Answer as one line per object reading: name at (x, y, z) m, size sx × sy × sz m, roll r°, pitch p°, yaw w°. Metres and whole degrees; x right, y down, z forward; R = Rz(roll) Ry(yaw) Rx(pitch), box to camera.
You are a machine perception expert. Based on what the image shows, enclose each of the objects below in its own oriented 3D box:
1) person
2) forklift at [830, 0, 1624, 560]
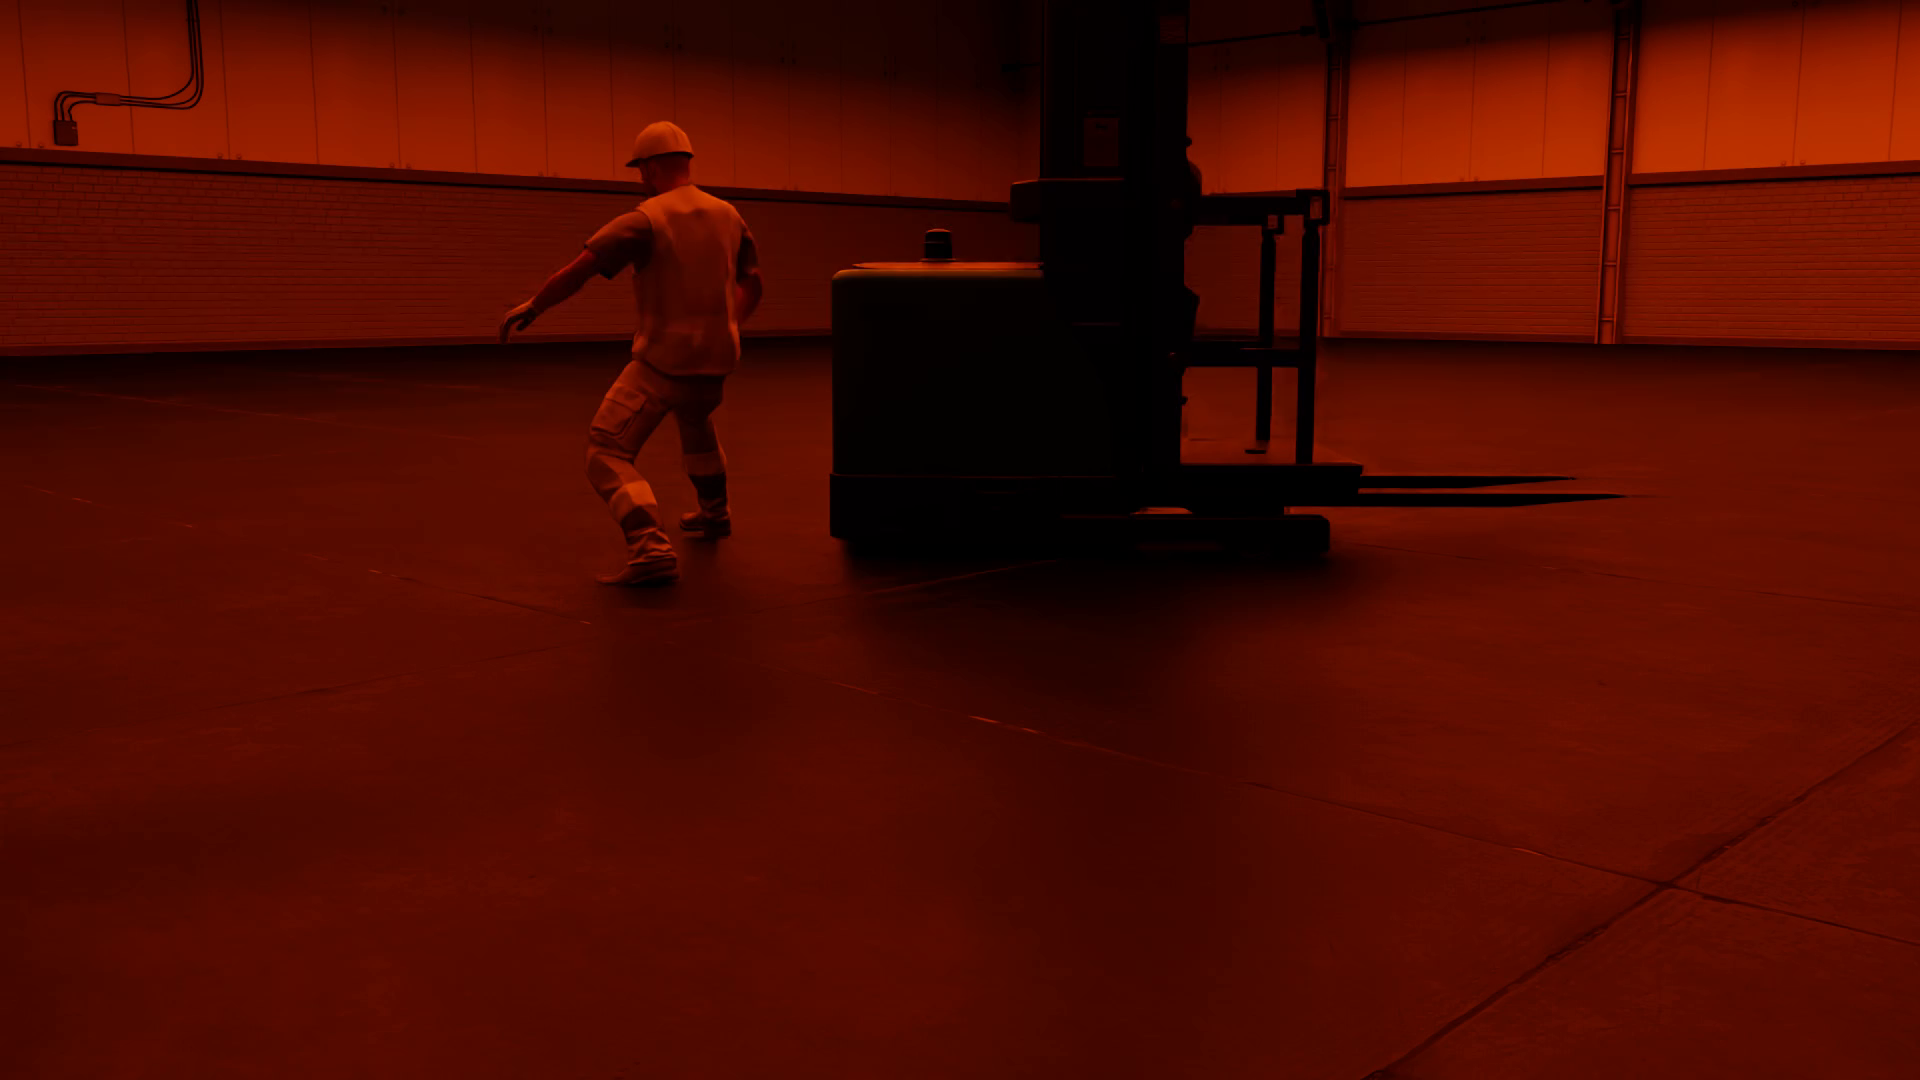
person at (-1.119, -0.695, 6.096) m, size 0.923 × 1.628 × 1.024 m, roll 8°, pitch 12°, yaw 44°
forklift at (1.030, -1.454, 6.528) m, size 3.031 × 2.935 × 1.130 m, roll 0°, pitch 9°, yaw 1°
